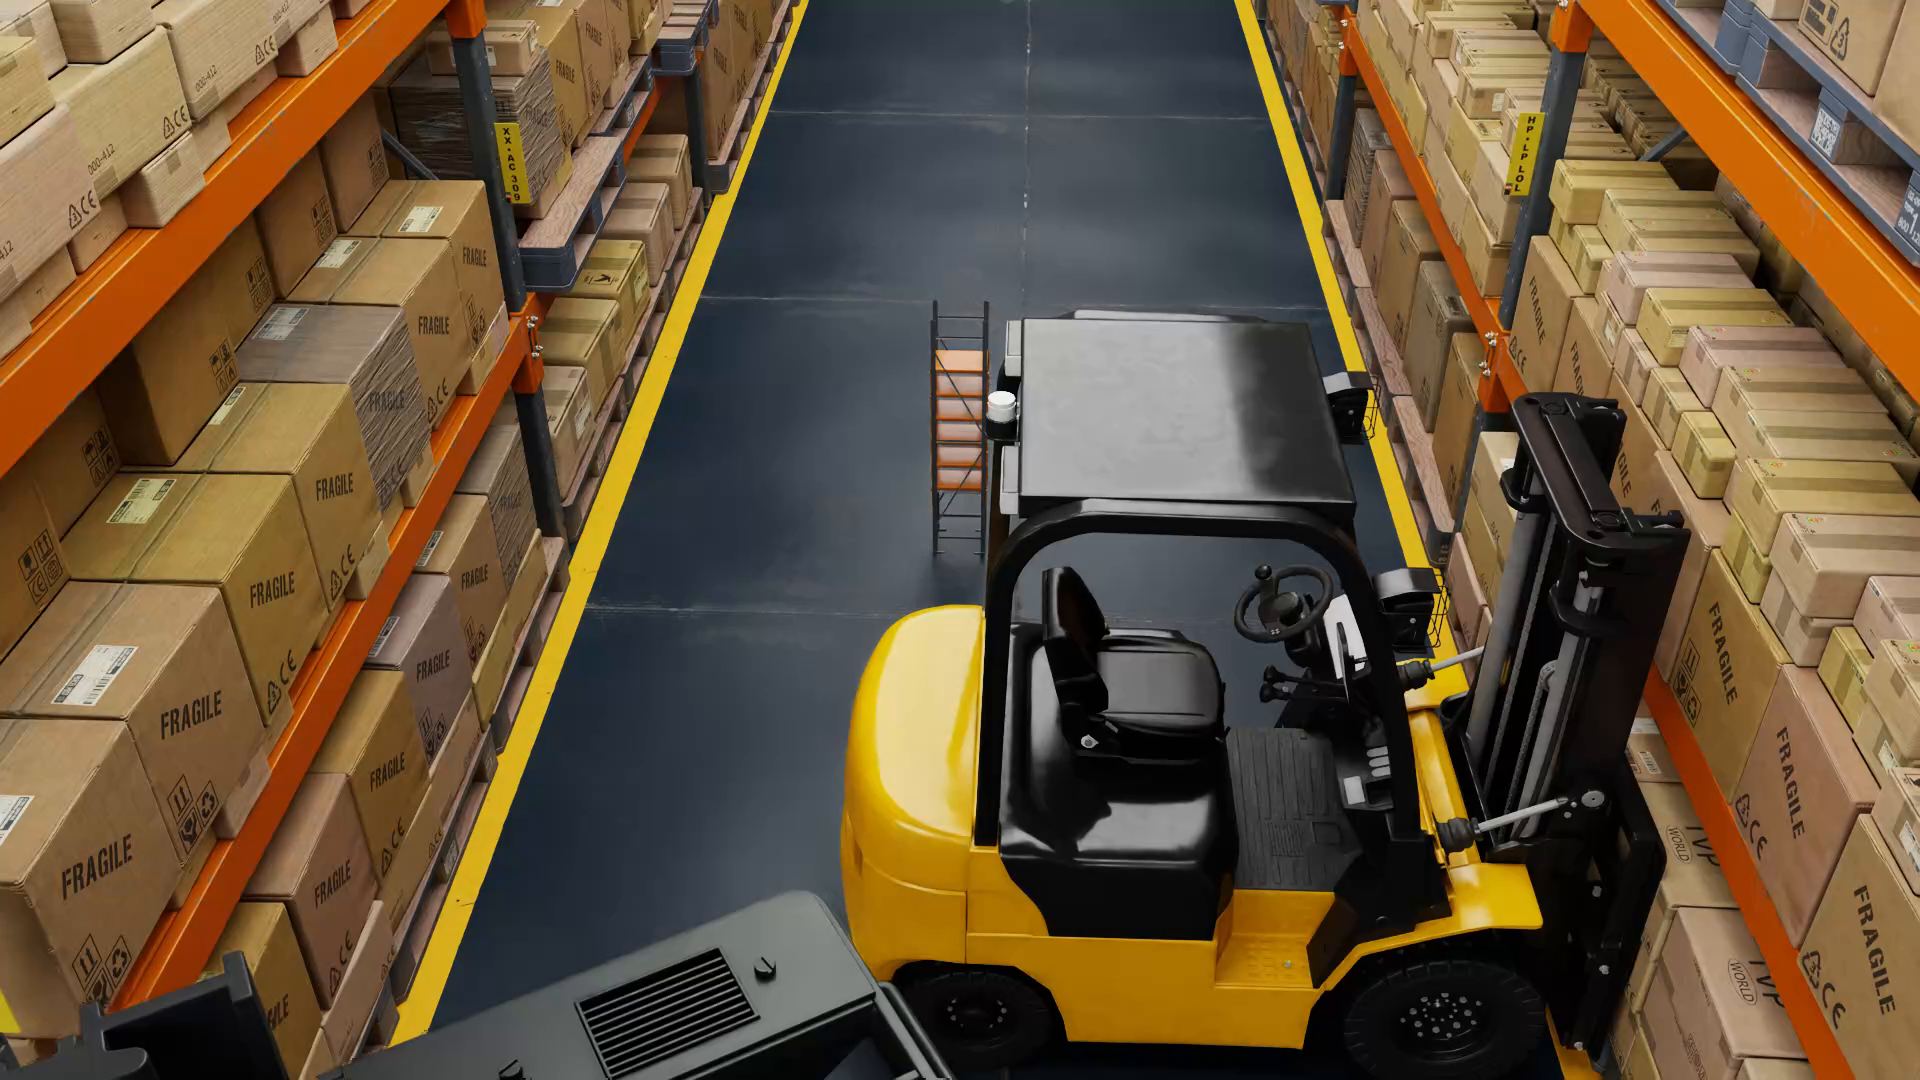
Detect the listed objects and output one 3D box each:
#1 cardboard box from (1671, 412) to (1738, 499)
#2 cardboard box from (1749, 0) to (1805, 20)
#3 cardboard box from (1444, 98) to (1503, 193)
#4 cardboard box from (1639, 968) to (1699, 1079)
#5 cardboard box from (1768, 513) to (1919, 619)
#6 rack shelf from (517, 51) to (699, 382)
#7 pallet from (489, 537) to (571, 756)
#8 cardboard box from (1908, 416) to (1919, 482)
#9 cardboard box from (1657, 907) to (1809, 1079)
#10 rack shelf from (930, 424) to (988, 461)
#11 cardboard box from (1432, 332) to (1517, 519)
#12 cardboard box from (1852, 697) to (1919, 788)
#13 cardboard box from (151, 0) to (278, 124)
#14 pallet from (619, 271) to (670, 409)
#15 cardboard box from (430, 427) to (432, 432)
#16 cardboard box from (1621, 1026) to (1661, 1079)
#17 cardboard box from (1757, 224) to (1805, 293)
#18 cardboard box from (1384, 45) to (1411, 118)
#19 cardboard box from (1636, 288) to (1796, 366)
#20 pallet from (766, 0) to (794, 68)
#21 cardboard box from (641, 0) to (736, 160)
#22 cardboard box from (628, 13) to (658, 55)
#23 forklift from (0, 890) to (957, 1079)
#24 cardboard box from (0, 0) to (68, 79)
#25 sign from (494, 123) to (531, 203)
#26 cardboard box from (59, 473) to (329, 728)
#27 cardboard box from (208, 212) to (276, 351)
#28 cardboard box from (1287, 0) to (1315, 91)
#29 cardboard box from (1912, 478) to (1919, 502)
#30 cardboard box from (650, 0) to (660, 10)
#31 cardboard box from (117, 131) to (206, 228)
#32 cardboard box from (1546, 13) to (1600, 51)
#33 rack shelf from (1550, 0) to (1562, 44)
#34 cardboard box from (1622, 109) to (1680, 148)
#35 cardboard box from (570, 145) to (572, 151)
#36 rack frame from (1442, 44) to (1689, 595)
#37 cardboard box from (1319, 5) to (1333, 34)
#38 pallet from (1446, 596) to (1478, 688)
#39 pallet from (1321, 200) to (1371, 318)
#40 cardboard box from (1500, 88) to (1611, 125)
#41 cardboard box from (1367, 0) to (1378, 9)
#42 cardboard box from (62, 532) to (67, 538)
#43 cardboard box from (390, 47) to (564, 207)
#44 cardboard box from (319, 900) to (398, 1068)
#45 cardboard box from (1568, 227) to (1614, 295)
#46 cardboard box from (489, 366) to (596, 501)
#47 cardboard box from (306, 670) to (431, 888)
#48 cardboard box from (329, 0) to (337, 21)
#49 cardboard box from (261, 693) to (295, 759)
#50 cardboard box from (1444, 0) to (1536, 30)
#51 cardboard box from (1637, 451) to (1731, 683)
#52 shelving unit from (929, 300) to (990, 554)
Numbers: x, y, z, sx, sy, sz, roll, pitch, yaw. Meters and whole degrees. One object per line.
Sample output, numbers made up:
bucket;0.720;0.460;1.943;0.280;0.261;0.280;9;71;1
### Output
cardboard box;2.316;-0.247;4.841;0.380;0.149;0.250;1;35;1
cardboard box;2.310;-1.545;4.395;0.396;0.266;0.258;1;35;1
cardboard box;2.451;-1.732;7.302;0.500;0.250;0.500;0;35;1
cardboard box;2.251;1.467;4.646;0.500;0.250;0.500;1;35;1
cardboard box;2.263;0.067;4.136;0.380;0.149;0.250;2;35;3
rack shelf;-2.206;-1.973;8.574;1.077;0.370;4.000;1;35;2
pallet;-2.278;0.410;6.984;1.003;0.211;1.213;1;35;2
cardboard box;2.830;-0.211;4.532;0.380;0.149;0.250;1;35;2
cardboard box;2.234;1.271;4.489;0.500;0.250;0.500;2;35;3
rack shelf;-0.001;-0.446;7.419;0.258;0.103;0.180;1;35;2
cardboard box;2.683;-0.506;7.561;0.875;0.625;0.625;3;35;4
cardboard box;2.299;0.486;3.799;0.380;0.149;0.250;2;35;3
cardboard box;-2.095;-1.270;4.212;0.500;0.250;0.500;2;35;3
pallet;-2.210;-1.127;9.170;1.003;0.211;1.213;1;35;2
cardboard box;-2.110;-0.389;5.914;0.380;0.149;0.250;1;35;1
cardboard box;2.245;1.683;4.773;0.500;0.250;0.500;1;35;2
cardboard box;2.914;-0.947;5.580;0.380;0.149;0.250;1;35;1
cardboard box;2.533;-2.408;8.698;0.500;0.250;0.500;0;35;0
cardboard box;2.346;-0.663;5.175;0.380;0.149;0.250;1;35;1
pallet;-1.921;-4.128;13.441;1.003;0.211;1.213;1;35;2
cardboard box;-2.015;-3.114;11.054;0.875;0.875;0.875;1;35;1
cardboard box;-1.823;-2.687;8.818;0.380;0.149;0.250;2;35;3
forklift;-0.379;1.780;2.668;3.031;2.935;1.130;-17;39;-23
cardboard box;-2.164;-1.044;3.544;0.380;0.149;0.250;1;35;2
sign;-1.744;-1.464;6.472;0.100;0.325;0.005;1;35;2
cardboard box;-2.114;0.161;4.566;0.500;0.500;0.500;1;35;1
cardboard box;-2.610;-0.861;5.151;0.700;0.500;0.500;1;35;1
cardboard box;2.687;-3.587;12.055;0.500;0.500;0.500;0;35;0
cardboard box;2.870;-0.082;4.608;0.380;0.149;0.250;1;35;2
cardboard box;-1.876;-3.186;8.963;0.500;0.500;0.500;1;35;1
cardboard box;-2.061;-0.870;3.989;0.380;0.149;0.250;2;35;2
cardboard box;3.010;-2.384;7.882;0.380;0.149;0.250;2;35;2
rack shelf;2.754;-3.087;7.551;1.077;0.370;4.000;1;35;2
cardboard box;2.965;-1.662;6.854;0.380;0.149;0.250;0;35;0
cardboard box;-1.995;-1.805;7.563;0.380;0.149;0.250;3;35;5
rack frame;2.673;-1.005;6.572;1.000;3.000;0.127;1;35;2
cardboard box;2.701;-3.609;11.522;0.380;0.149;0.250;1;35;1
pallet;2.600;0.591;6.725;1.003;0.211;1.213;1;35;2
pallet;2.762;-1.691;9.972;1.003;0.211;1.213;1;35;2
cardboard box;2.520;-1.801;7.053;0.380;0.149;0.250;1;35;2
cardboard box;2.547;-3.198;9.387;0.500;0.250;0.500;1;35;2
cardboard box;-2.652;0.124;4.619;0.500;0.500;0.500;1;35;2
cardboard box;-1.981;-1.715;6.871;0.500;0.500;0.500;2;35;3
cardboard box;-2.110;1.383;5.199;0.500;0.250;0.500;3;35;4
cardboard box;2.389;-0.986;5.893;0.380;0.149;0.250;2;35;3
cardboard box;-2.268;-0.516;7.796;0.950;0.372;0.625;2;35;2
cardboard box;-2.093;0.767;5.423;0.500;0.500;0.500;2;35;3
cardboard box;-2.136;-1.619;5.055;0.380;0.149;0.250;0;35;0
cardboard box;-2.106;0.503;4.645;0.380;0.149;0.250;2;35;3
cardboard box;2.572;-2.540;8.104;0.380;0.149;0.250;1;35;2
cardboard box;2.330;0.082;4.938;0.500;0.500;0.500;2;35;2
shelving unit;-0.001;-0.483;7.393;0.258;1.200;0.189;1;35;2
